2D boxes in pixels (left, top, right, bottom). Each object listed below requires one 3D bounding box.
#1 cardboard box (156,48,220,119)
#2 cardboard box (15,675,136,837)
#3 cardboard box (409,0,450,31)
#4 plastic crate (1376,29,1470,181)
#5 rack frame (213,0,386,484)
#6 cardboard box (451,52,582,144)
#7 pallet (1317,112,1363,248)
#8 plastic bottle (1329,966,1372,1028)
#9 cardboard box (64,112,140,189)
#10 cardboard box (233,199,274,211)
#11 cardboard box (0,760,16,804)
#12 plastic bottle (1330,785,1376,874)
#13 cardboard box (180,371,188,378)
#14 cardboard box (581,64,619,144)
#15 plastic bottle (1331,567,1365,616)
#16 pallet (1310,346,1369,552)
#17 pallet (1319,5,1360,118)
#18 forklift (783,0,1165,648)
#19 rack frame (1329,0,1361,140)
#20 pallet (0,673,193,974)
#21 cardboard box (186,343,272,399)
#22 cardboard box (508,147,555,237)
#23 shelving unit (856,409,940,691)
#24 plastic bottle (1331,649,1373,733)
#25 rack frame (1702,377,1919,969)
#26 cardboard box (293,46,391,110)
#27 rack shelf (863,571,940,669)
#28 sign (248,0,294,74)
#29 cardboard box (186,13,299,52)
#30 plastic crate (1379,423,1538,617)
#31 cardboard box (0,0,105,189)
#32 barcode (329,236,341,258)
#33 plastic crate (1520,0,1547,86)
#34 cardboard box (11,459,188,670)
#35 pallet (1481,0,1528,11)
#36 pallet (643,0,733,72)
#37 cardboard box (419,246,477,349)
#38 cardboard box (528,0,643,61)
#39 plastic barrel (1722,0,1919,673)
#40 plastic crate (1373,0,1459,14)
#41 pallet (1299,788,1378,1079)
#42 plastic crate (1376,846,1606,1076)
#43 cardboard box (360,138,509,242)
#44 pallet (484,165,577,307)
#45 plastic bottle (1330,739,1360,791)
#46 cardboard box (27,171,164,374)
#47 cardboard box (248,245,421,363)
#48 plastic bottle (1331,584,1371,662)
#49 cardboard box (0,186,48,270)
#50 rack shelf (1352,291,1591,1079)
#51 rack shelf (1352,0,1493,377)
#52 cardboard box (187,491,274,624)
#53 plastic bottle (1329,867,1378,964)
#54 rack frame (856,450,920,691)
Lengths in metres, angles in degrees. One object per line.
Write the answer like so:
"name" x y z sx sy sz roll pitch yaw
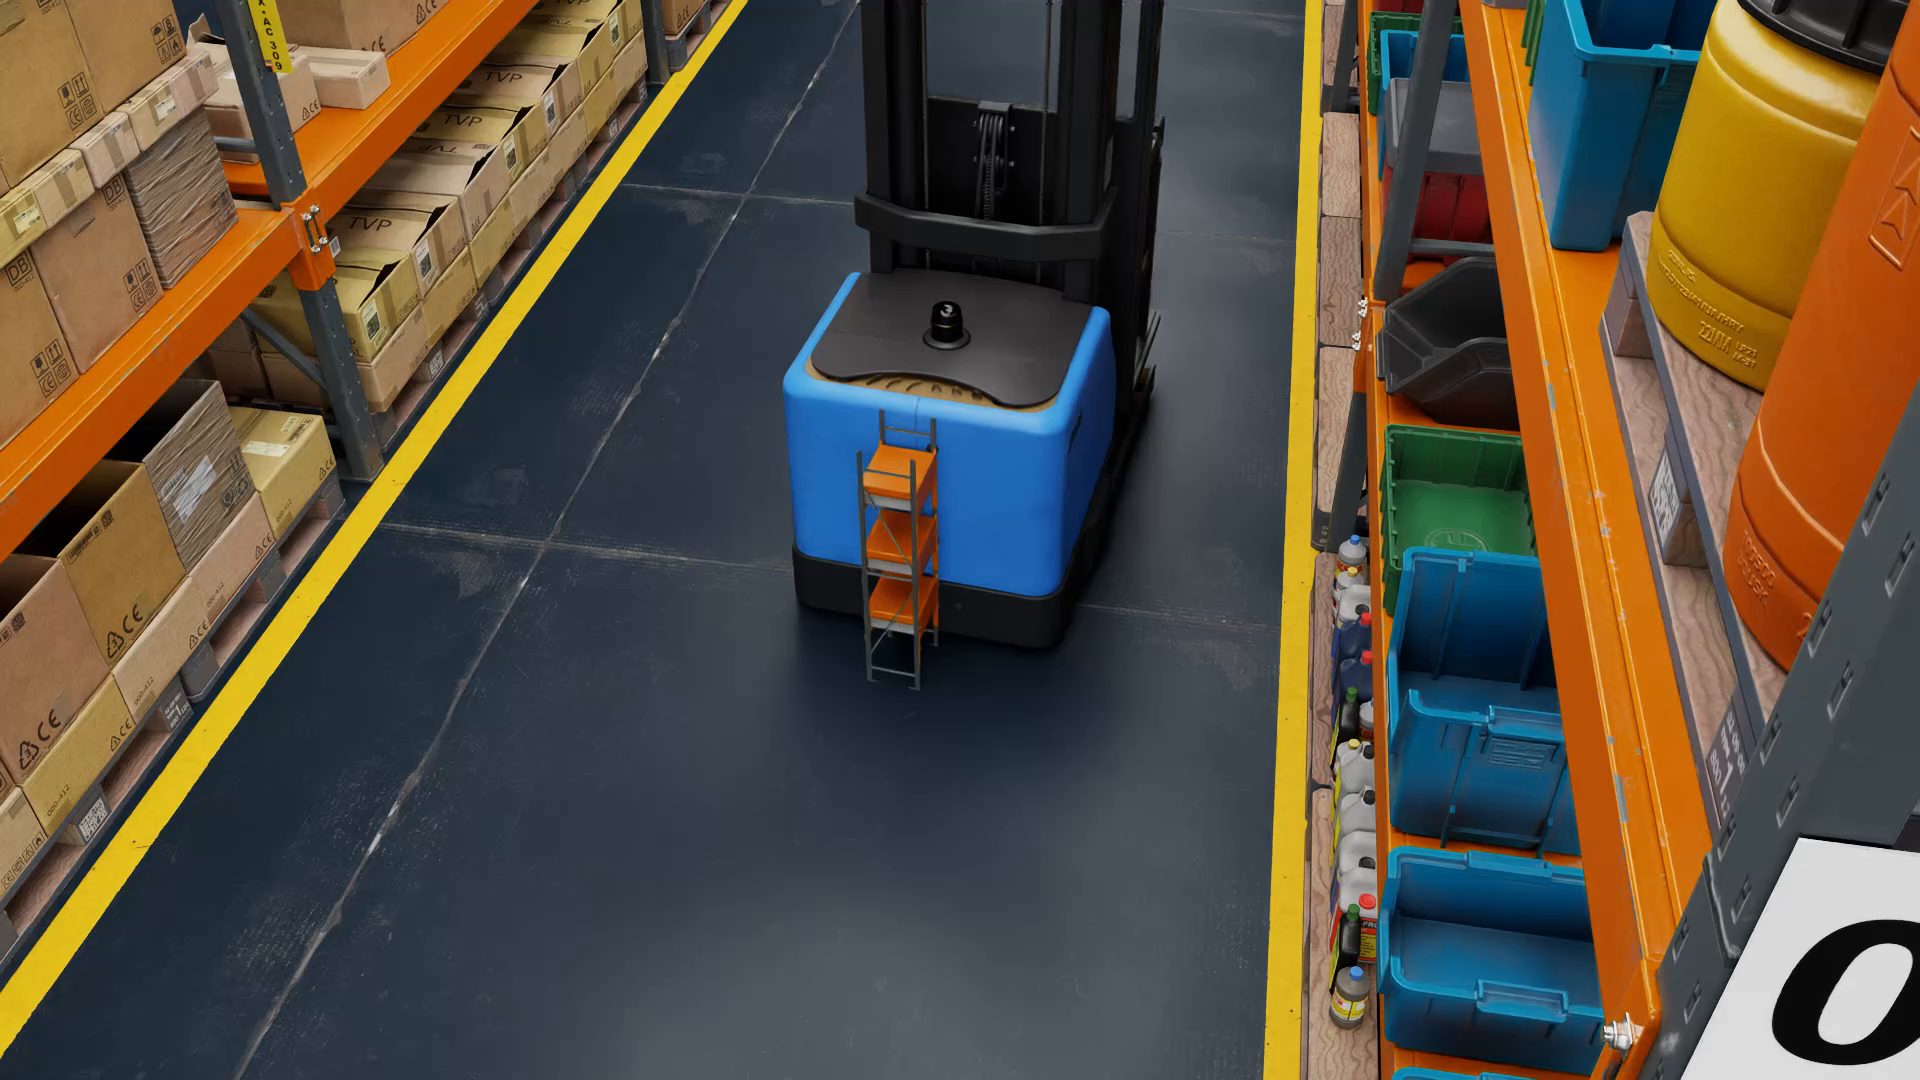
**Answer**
"cardboard box" -2.803 -1.581 5.721 0.380 0.149 0.250 6 40 8
"cardboard box" -3.086 0.668 5.416 0.500 0.250 0.500 6 40 8
"cardboard box" -2.640 -2.651 7.524 0.500 0.500 0.500 6 40 8
"plastic crate" 1.796 -1.659 6.415 0.392 0.384 0.575 6 40 8
"rack frame" -2.966 -1.487 6.195 1.000 3.000 0.127 6 40 8
"cardboard box" -2.296 -2.316 8.586 0.500 0.311 0.500 6 40 7
"pallet" 2.431 -1.892 8.873 1.003 0.211 1.213 6 40 8
"plastic bottle" 1.105 1.280 4.699 0.097 0.201 0.097 0 40 0
"cardboard box" -2.890 -1.262 5.335 0.380 0.149 0.250 5 40 6
"cardboard box" -3.095 -1.418 7.500 0.500 0.311 0.500 7 40 9
"cardboard box" -3.188 0.691 4.800 0.500 0.500 0.500 6 40 8
"plastic bottle" 1.225 0.876 5.071 0.144 0.351 0.185 8 40 10
"cardboard box" -3.355 -0.622 6.388 0.500 0.500 0.500 6 40 8
"cardboard box" -2.211 -2.419 9.150 0.500 0.250 0.500 6 40 7
"plastic bottle" 1.407 0.186 6.022 0.097 0.201 0.097 0 40 0
"pallet" 2.009 -0.361 7.021 1.003 0.211 1.213 6 40 8
"pallet" 2.699 -2.874 10.060 1.003 0.211 1.213 6 40 8
"forklift" 0.251 -1.679 6.480 1.130 2.935 3.031 10 41 12
"rack frame" 2.604 -3.449 8.567 1.000 3.000 0.127 6 40 8
"pallet" -3.354 0.850 5.556 1.003 0.211 1.213 6 40 8
"cardboard box" -3.180 -0.881 7.290 0.500 0.250 0.500 6 40 7
"cardboard box" -2.387 -1.780 8.377 0.500 0.250 0.500 7 40 9
"shelving unit" -0.210 0.055 5.860 0.215 1.050 0.252 10 41 12
"plastic bottle" 1.330 0.492 5.534 0.144 0.351 0.185 5 40 6
"rack frame" 1.219 -0.740 0.583 1.000 3.000 0.127 6 40 8
"cardboard box" -2.612 -1.924 6.920 0.380 0.149 0.250 6 40 8
"rack shelf" -0.210 0.277 6.044 0.215 0.259 0.240 10 41 12
"sign" -2.420 -1.791 5.821 0.100 0.325 0.005 6 40 8
"cardboard box" -2.995 -2.007 6.929 0.396 0.266 0.258 5 40 7
"plastic crate" 1.399 -0.036 4.606 0.450 0.188 0.662 6 40 8
"cardboard box" -3.123 -1.429 5.028 0.700 0.500 0.500 6 40 8
"barcode" -2.512 -1.178 6.683 0.001 0.075 0.075 6 40 8
"plastic crate" 1.370 -1.053 3.482 0.336 0.188 0.450 6 40 8
"cardboard box" -3.012 0.064 5.559 0.500 0.500 0.500 6 40 8
"pallet" 1.883 -1.558 4.075 1.213 0.211 1.003 6 40 8
"pallet" -2.108 -3.387 10.681 1.003 0.211 1.213 6 40 8
"cardboard box" -2.563 -1.136 7.598 0.500 0.250 0.500 7 40 9
"cardboard box" -2.122 -2.960 9.364 0.500 0.311 0.500 7 40 9
"plastic barrel" 1.178 -0.231 1.654 0.600 0.830 0.708 6 40 8
"plastic crate" 2.023 -2.493 7.361 0.402 0.464 0.583 6 40 8
"pallet" 1.545 1.321 4.987 1.003 0.211 1.213 6 40 8
"plastic crate" 1.129 0.875 3.454 0.499 0.251 0.408 6 40 8
"cardboard box" -2.469 -1.676 7.811 0.500 0.311 0.500 5 40 6
"pallet" -2.669 -1.647 8.576 1.003 0.211 1.213 6 40 8
"plastic bottle" 1.258 0.725 5.370 0.097 0.201 0.097 0 40 0
"cardboard box" -3.122 -0.915 5.424 0.700 0.500 0.500 6 40 7
"cardboard box" -2.650 -1.037 7.039 0.500 0.311 0.500 7 40 8
"plastic bottle" 1.396 0.299 5.826 0.152 0.276 0.135 8 40 9
"cardboard box" -2.980 -0.943 4.949 0.380 0.149 0.250 6 40 7
"rack shelf" 1.565 0.594 4.242 1.077 0.370 4.000 6 40 8
"rack shelf" 2.258 -1.917 7.279 1.077 0.370 4.000 6 40 8
"cardboard box" -2.928 0.039 6.178 0.500 0.250 0.500 6 40 8
"plastic bottle" 1.176 1.096 4.863 0.152 0.276 0.135 7 40 8
"rack frame" -0.243 0.130 5.769 0.200 1.050 0.008 10 41 12
